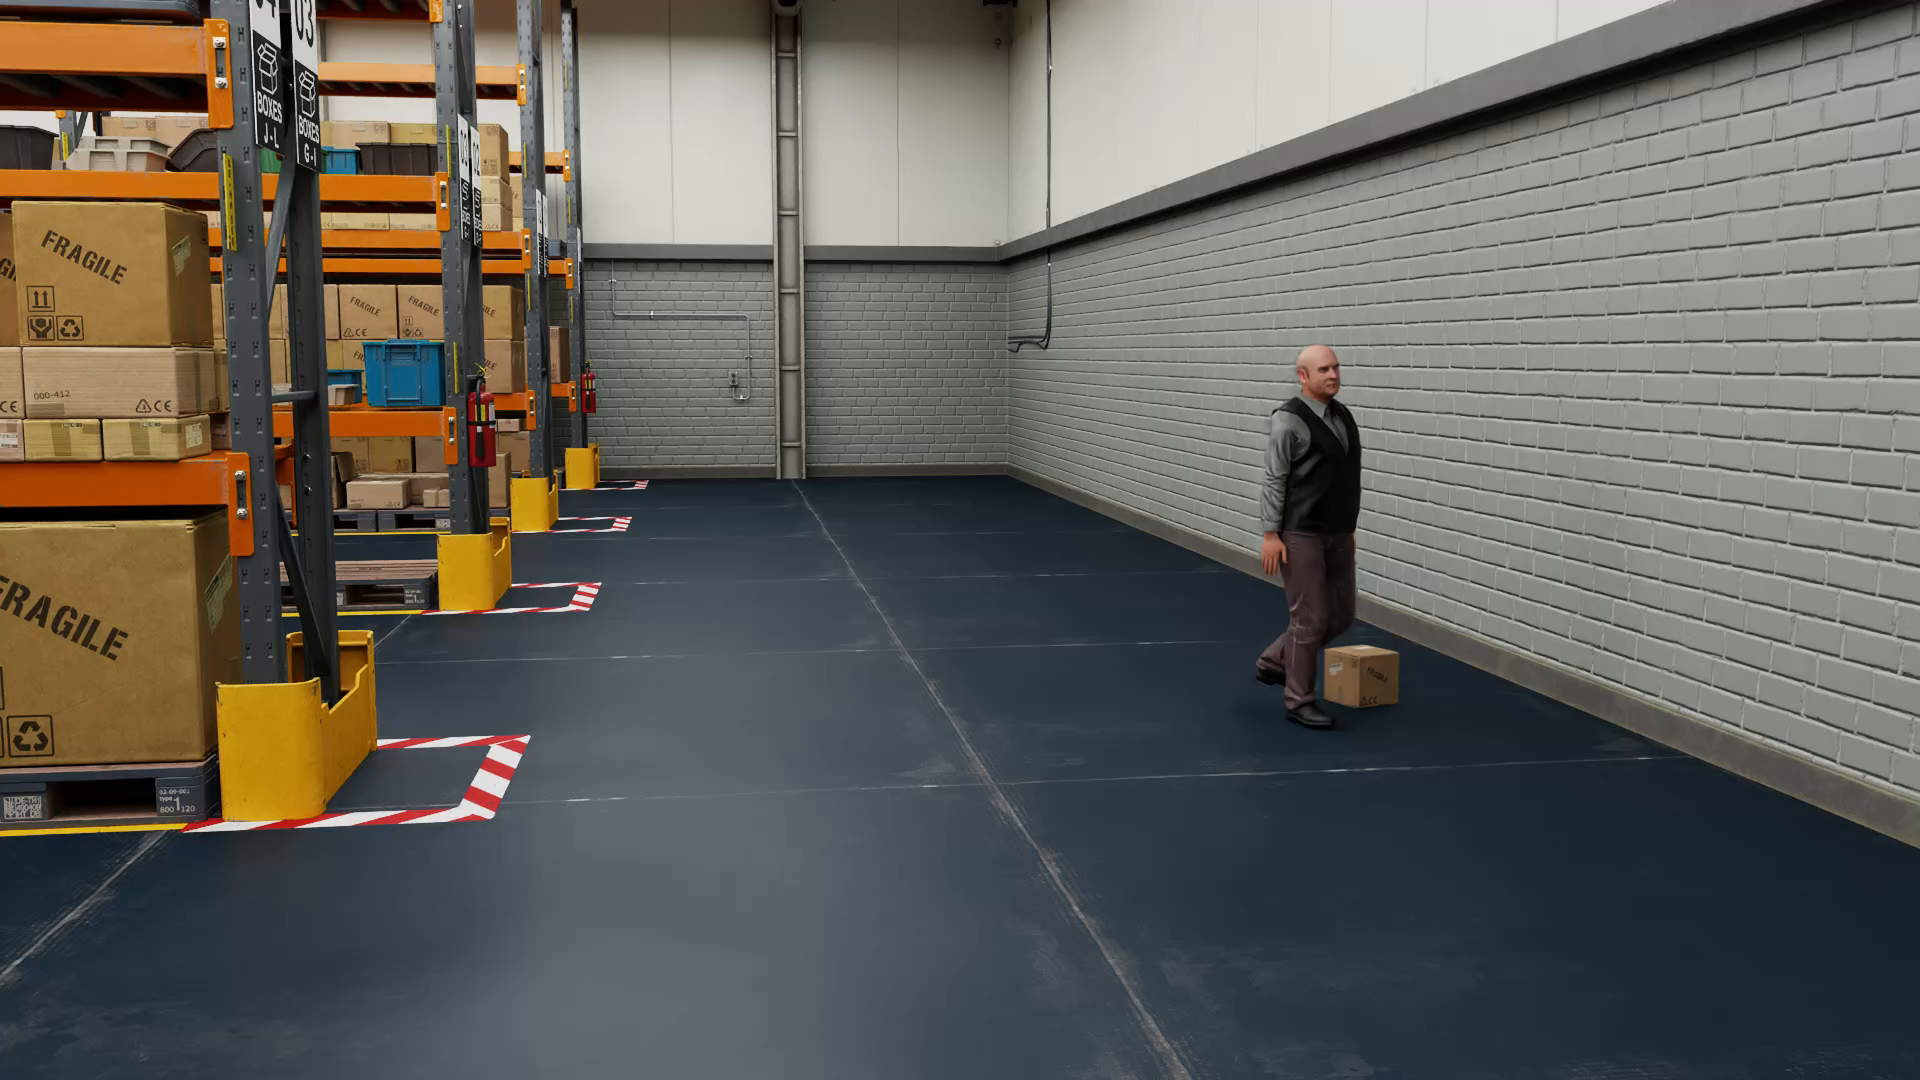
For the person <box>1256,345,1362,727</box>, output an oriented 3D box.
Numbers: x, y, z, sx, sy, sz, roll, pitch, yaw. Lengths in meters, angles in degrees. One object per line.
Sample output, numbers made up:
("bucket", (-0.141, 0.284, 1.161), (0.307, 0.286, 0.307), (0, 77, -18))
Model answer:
("person", (1.539, -0.027, 7.577), (0.593, 1.714, 0.549), (-6, 9, -43))
